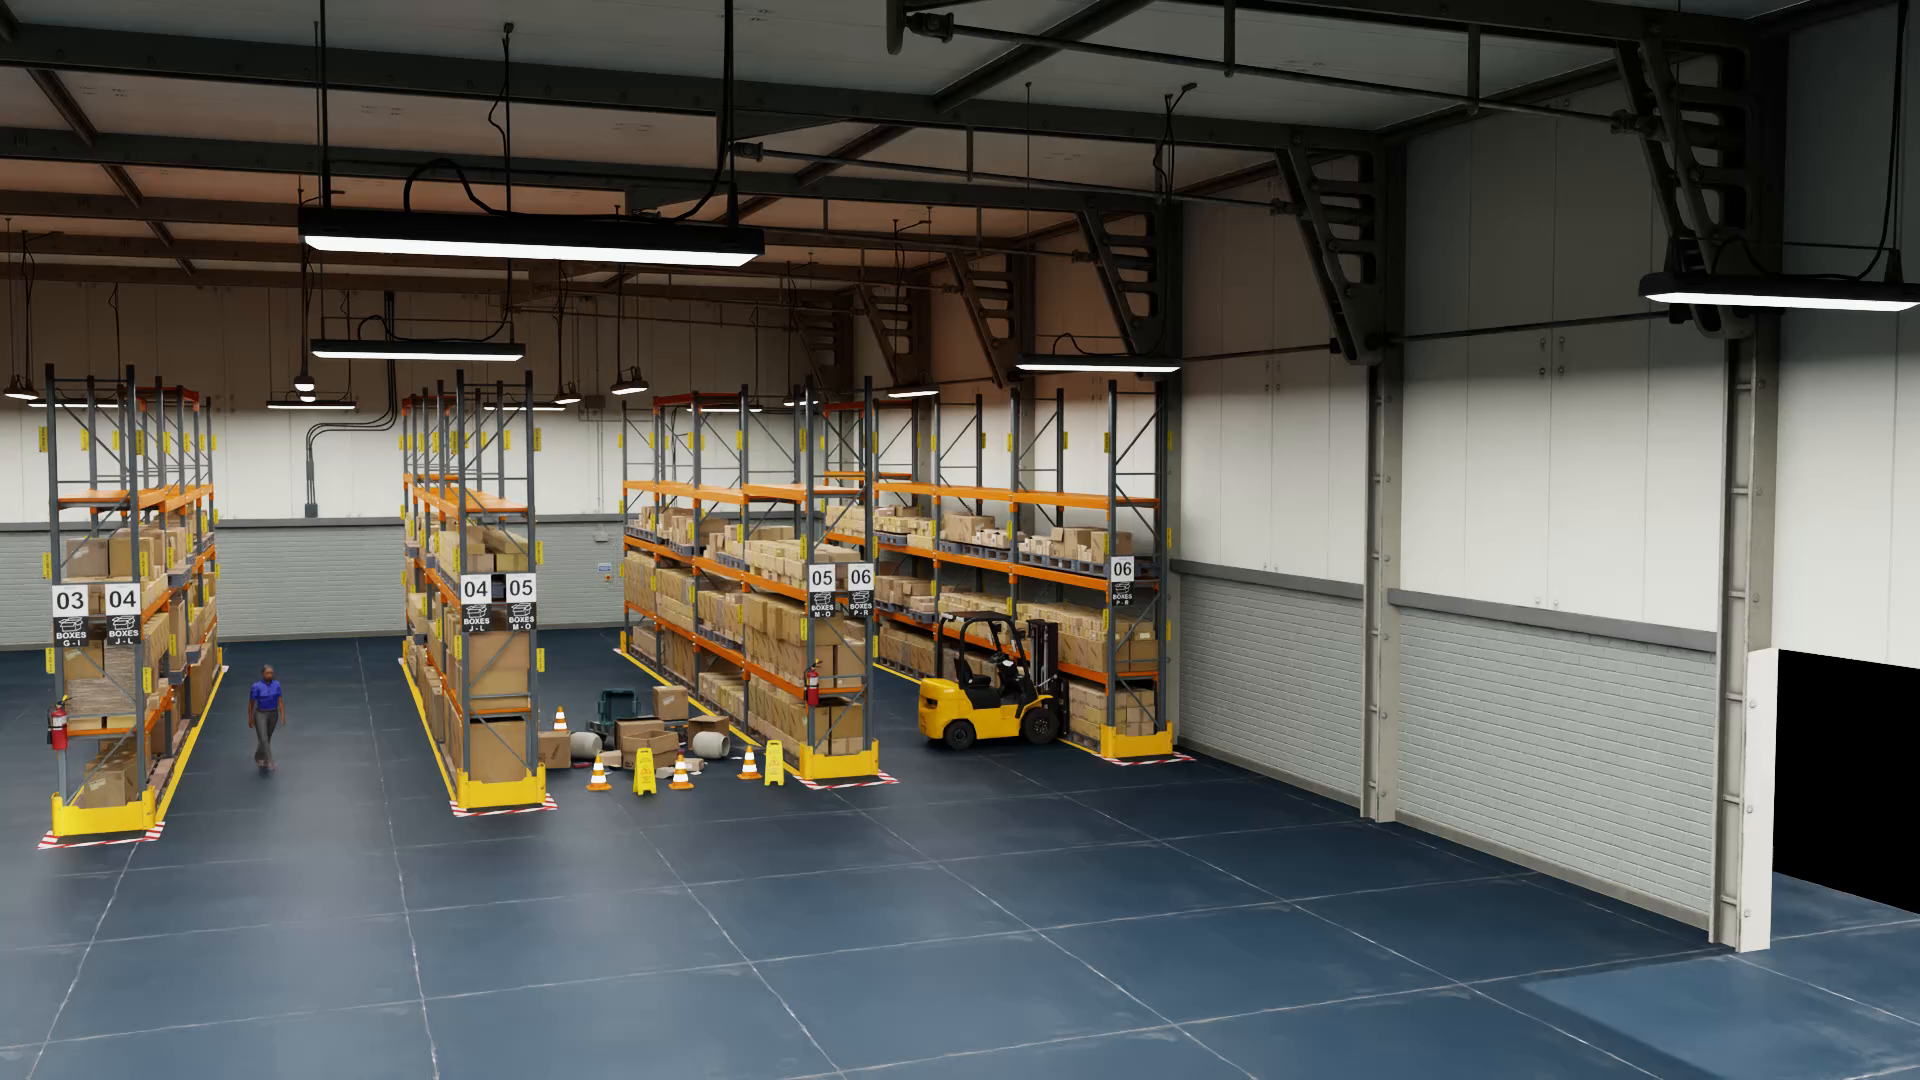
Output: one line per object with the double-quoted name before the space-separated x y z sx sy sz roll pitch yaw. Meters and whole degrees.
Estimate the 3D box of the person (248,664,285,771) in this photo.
"person" -10.542 2.701 25.342 1.029 1.583 0.474 3 4 38
